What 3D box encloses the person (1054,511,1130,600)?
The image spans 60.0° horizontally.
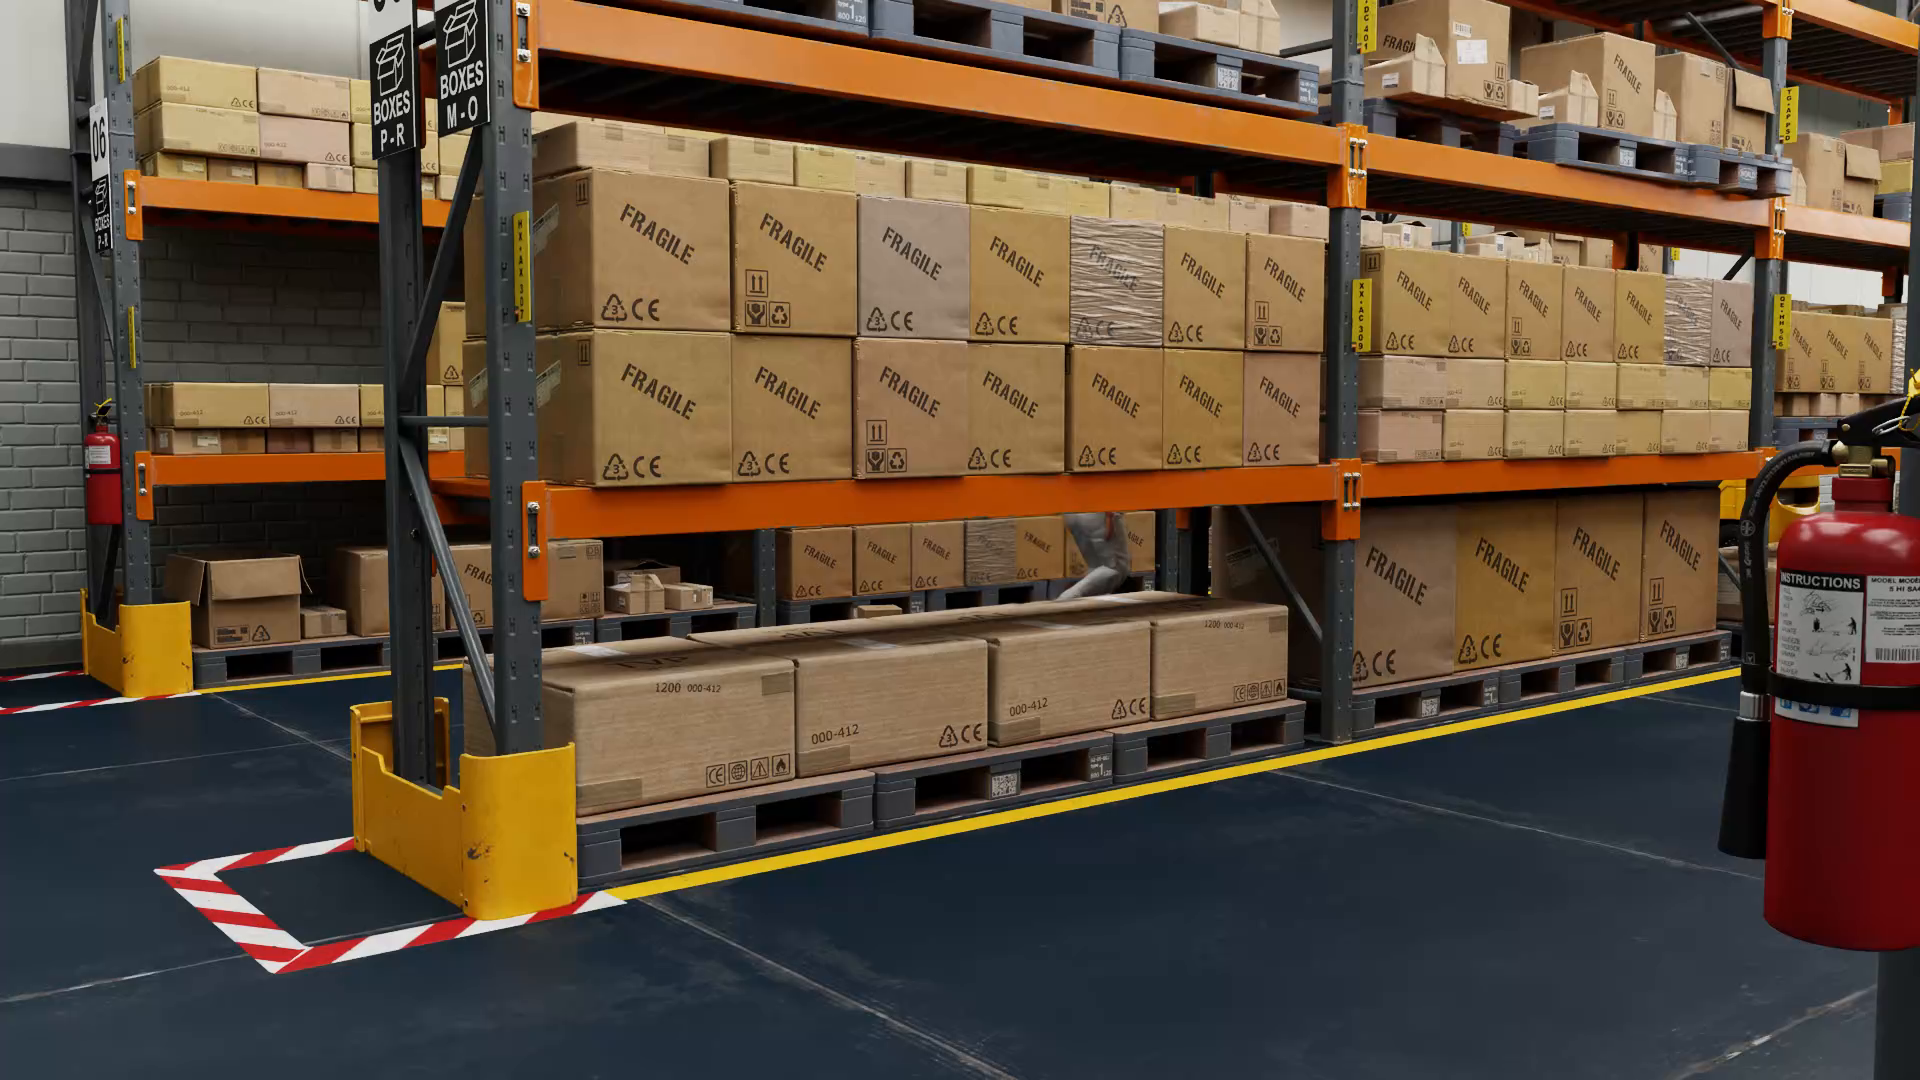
[{"bbox_3d":[0.849,-0.155,10.991,0.614,1.646,0.492,-2,5,-24],"label":"person"}]
